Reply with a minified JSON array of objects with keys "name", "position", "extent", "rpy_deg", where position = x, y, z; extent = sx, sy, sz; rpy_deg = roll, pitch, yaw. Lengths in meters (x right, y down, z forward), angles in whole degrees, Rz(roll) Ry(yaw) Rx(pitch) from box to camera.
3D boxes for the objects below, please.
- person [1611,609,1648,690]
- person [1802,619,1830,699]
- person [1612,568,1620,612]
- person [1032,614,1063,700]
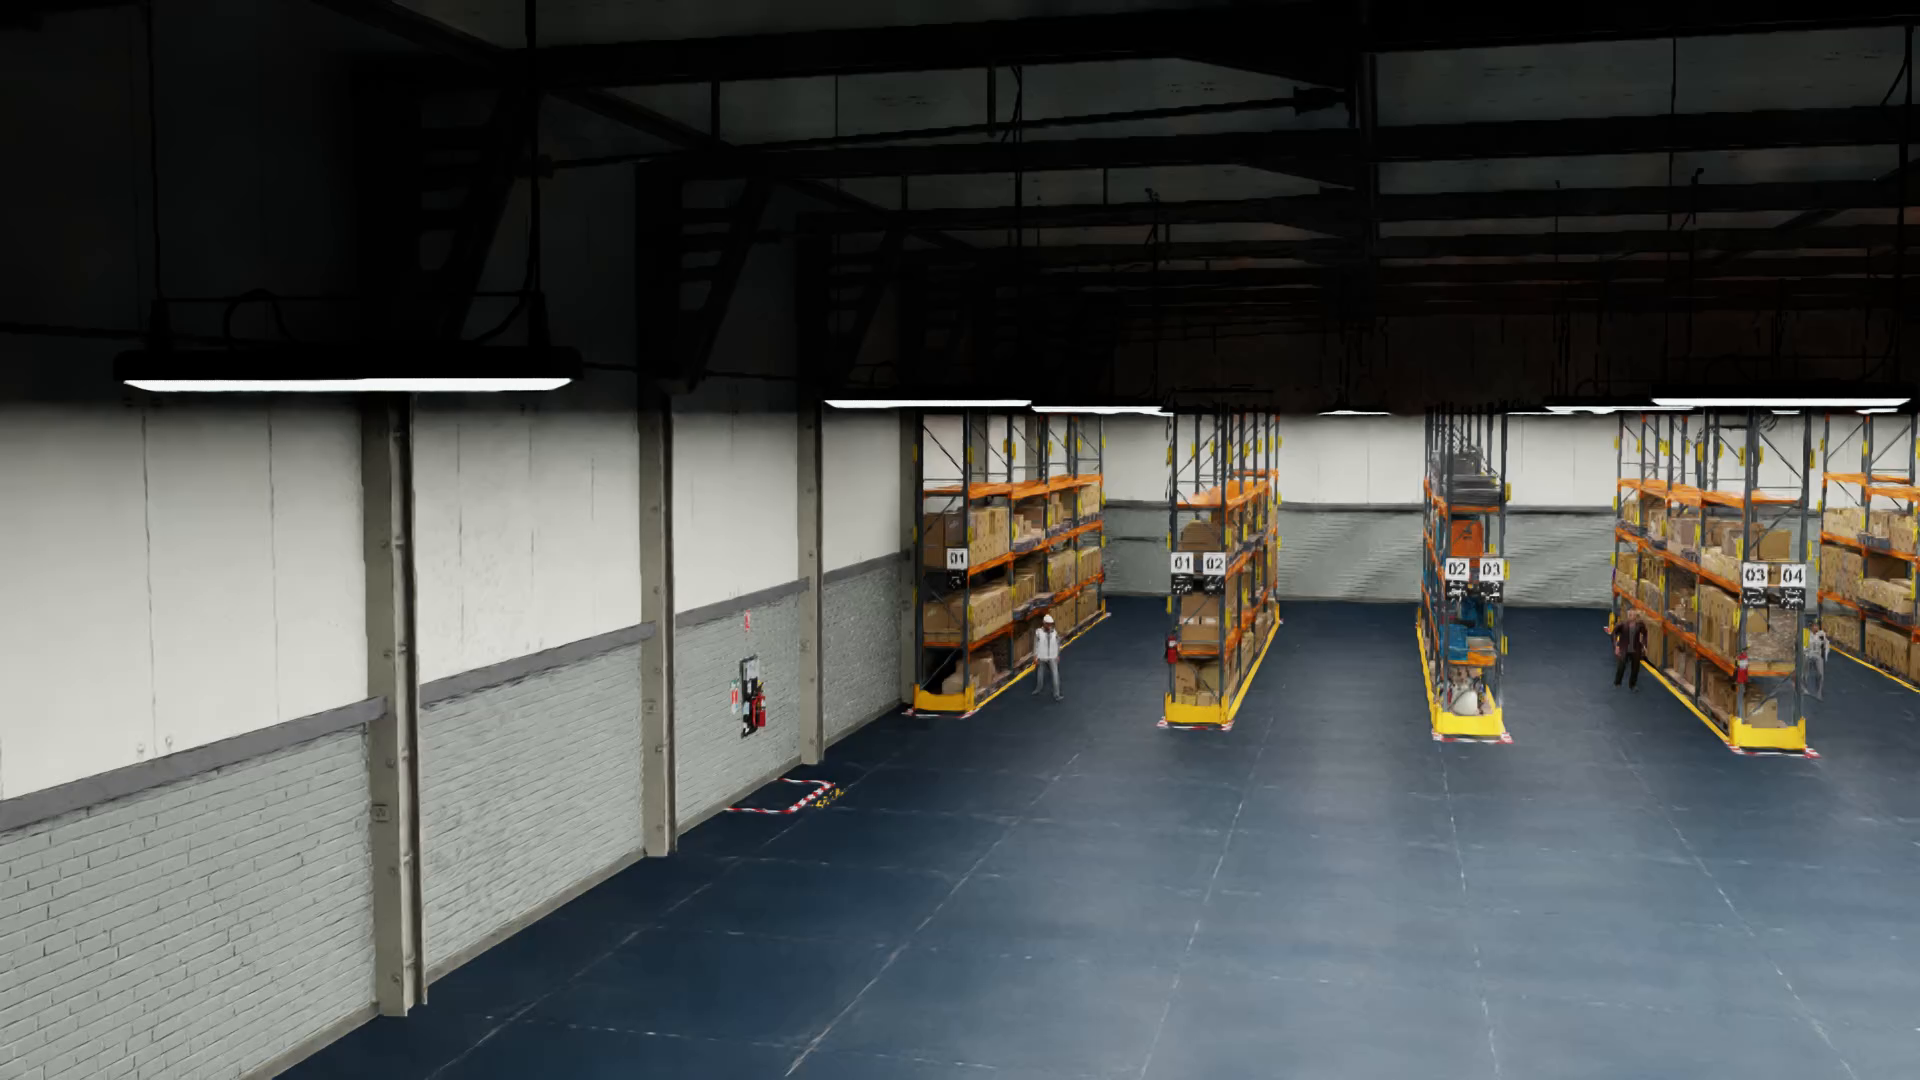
[{"name":"person","position":[14.010,2.290,34.827],"extent":[0.729,1.733,0.546],"rpy_deg":[1,4,13]},{"name":"person","position":[17.494,2.395,34.101],"extent":[0.636,1.621,0.814],"rpy_deg":[1,4,19]},{"name":"person","position":[19.059,1.342,47.862],"extent":[0.616,1.712,0.970],"rpy_deg":[3,5,35]},{"name":"person","position":[1.764,2.368,33.866],"extent":[0.576,1.734,0.955],"rpy_deg":[-1,4,-9]}]
